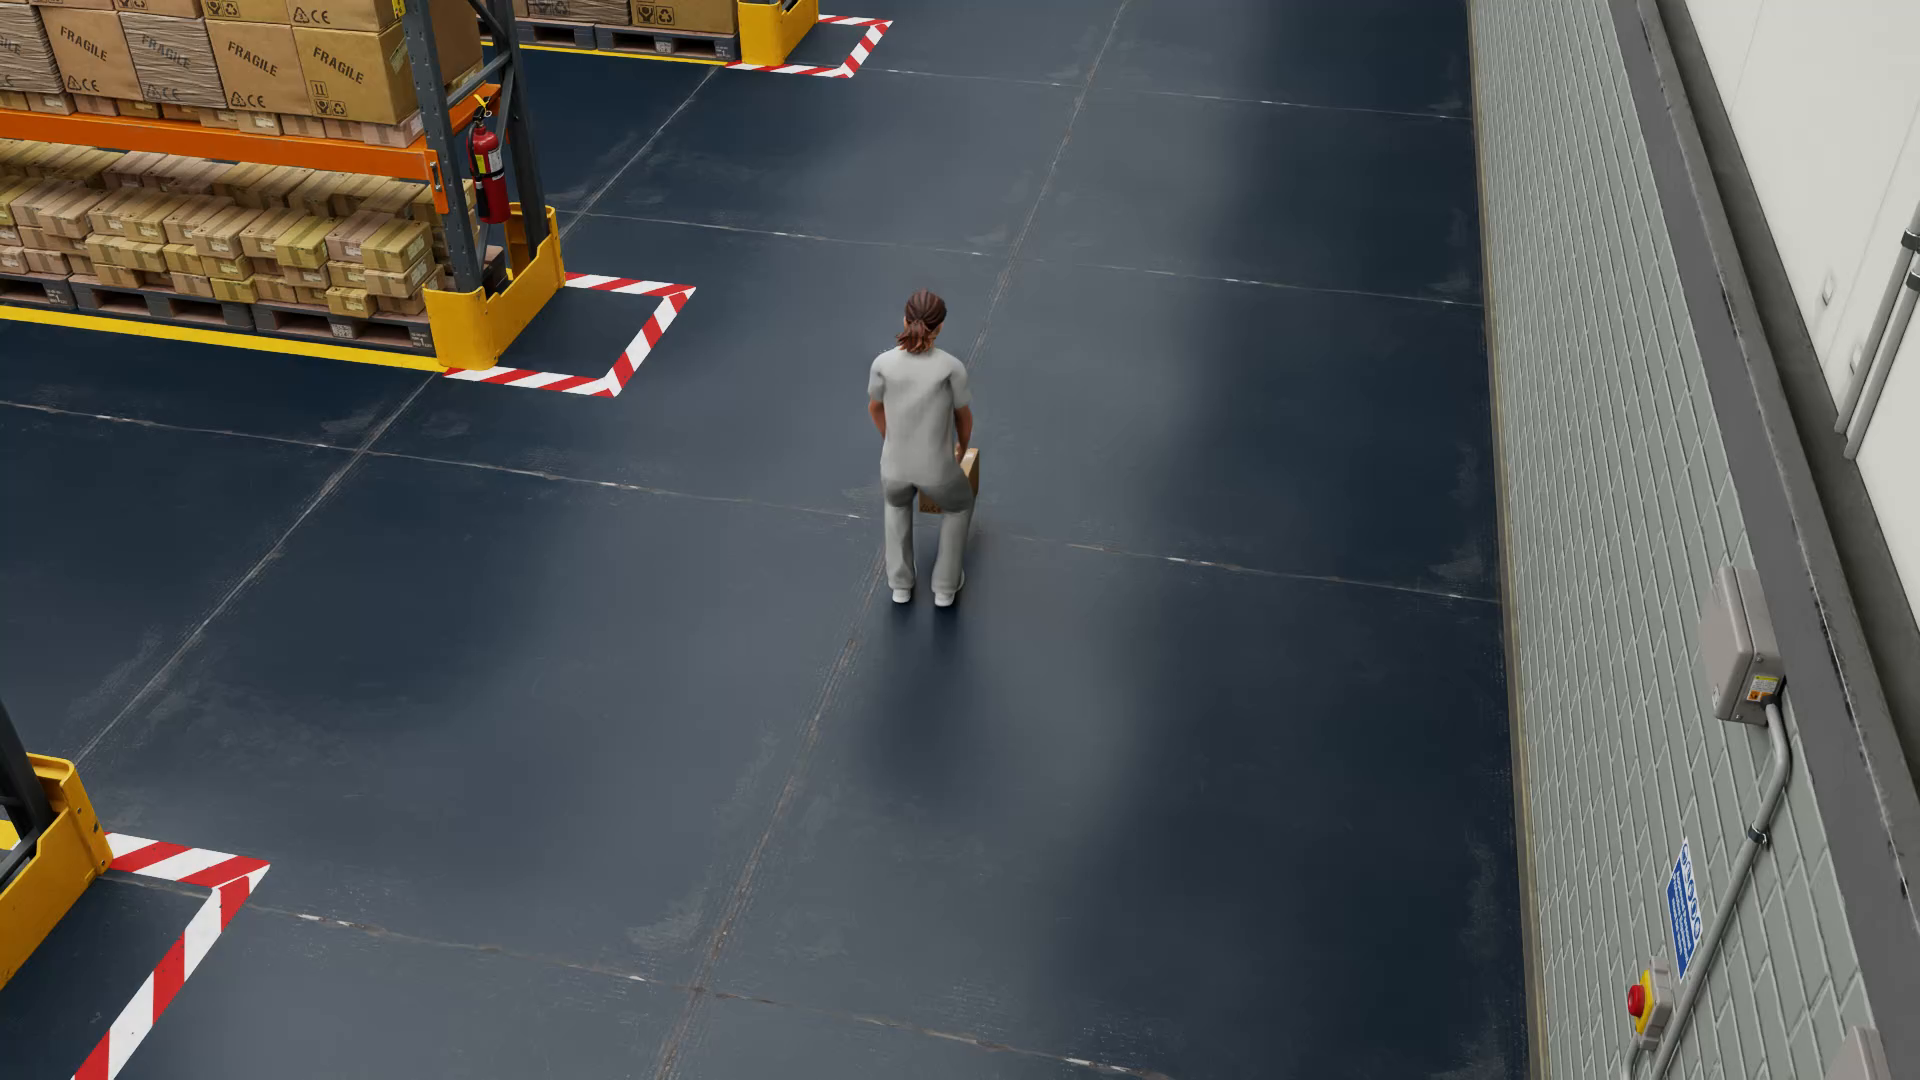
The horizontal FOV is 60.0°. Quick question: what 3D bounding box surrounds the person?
[{"bbox_3d":[-0.187,-0.386,7.624,0.483,1.515,0.532,8,37,11],"label":"person"}]
